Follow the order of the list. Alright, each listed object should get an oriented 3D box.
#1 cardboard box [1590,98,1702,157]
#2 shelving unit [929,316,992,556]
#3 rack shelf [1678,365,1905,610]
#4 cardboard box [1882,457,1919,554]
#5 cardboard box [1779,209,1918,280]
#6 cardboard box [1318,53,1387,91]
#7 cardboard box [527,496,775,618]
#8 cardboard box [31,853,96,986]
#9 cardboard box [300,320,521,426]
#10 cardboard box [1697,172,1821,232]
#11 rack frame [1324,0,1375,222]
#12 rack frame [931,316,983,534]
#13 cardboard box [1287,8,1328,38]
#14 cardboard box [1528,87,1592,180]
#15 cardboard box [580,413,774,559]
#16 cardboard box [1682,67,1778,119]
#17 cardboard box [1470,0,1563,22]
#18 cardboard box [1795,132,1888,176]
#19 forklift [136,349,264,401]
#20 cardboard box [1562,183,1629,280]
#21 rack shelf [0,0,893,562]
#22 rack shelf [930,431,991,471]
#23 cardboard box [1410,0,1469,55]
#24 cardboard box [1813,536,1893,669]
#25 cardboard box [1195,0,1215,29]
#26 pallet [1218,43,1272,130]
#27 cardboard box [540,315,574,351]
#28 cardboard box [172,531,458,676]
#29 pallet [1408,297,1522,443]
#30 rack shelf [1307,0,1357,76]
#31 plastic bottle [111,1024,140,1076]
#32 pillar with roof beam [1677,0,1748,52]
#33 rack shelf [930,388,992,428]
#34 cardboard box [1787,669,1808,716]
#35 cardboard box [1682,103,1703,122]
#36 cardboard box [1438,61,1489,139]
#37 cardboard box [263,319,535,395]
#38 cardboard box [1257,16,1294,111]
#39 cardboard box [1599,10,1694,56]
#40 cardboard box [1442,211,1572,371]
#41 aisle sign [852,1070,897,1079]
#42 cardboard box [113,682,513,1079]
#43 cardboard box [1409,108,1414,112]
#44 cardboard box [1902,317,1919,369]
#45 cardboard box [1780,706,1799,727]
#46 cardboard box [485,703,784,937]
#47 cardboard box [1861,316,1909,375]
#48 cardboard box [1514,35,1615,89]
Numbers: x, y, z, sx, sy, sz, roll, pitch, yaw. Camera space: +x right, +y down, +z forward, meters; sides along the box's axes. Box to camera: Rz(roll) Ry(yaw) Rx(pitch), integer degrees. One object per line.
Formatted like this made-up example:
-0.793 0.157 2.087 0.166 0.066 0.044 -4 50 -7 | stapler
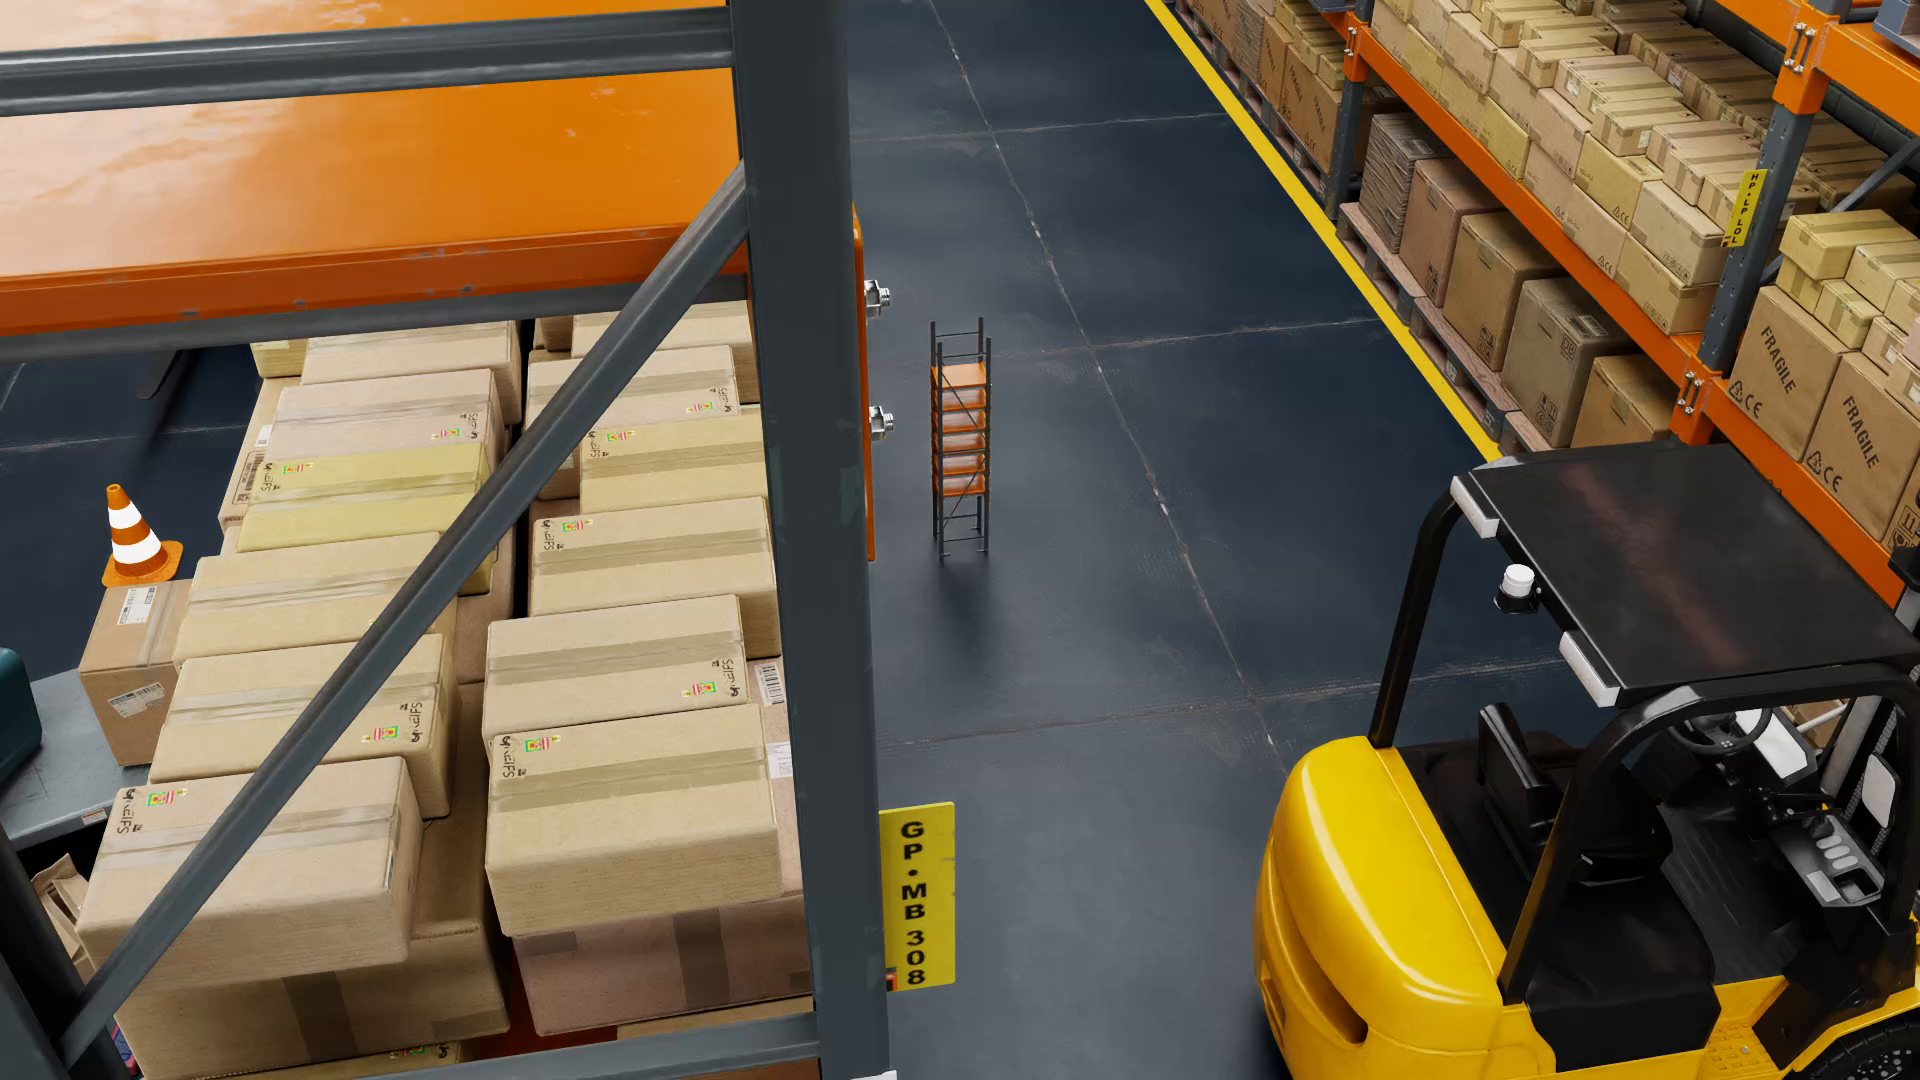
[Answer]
3.086 -1.861 7.490 0.380 0.149 0.250 -7 38 -9 | cardboard box
0.003 -0.465 7.771 0.258 1.200 0.189 -6 38 -8 | shelving unit
3.945 0.561 5.569 1.077 0.370 4.000 -6 38 -8 | rack shelf
3.613 -0.055 5.695 0.500 0.500 0.500 -7 38 -8 | cardboard box
3.359 -1.119 6.293 0.380 0.149 0.250 -5 38 -7 | cardboard box
2.558 -3.053 10.801 0.380 0.149 0.250 -8 39 -10 | cardboard box
-0.495 0.141 2.958 0.500 0.250 0.500 -7 38 -9 | cardboard box
-3.262 1.408 6.121 0.396 0.266 0.258 27 45 30 | cardboard box
-1.060 -0.331 3.241 0.380 0.149 0.250 -7 38 -9 | cardboard box
3.316 -1.409 6.908 0.380 0.149 0.250 -5 38 -6 | cardboard box
2.894 -3.347 10.013 1.000 3.000 0.127 -6 38 -8 | rack frame
-0.013 -0.520 7.842 0.240 1.200 0.006 -6 38 -8 | rack frame
2.475 -3.542 11.431 0.380 0.149 0.250 -5 38 -7 | cardboard box
3.076 -1.957 7.939 0.500 0.250 0.500 -6 38 -7 | cardboard box
-0.465 -0.083 2.922 0.380 0.149 0.250 -6 38 -8 | cardboard box
3.622 -2.085 7.779 0.380 0.149 0.250 -6 38 -8 | cardboard box
2.910 -2.799 8.698 0.380 0.149 0.250 -6 38 -7 | cardboard box
3.749 -1.629 7.192 0.380 0.149 0.250 -7 38 -9 | cardboard box
-4.146 -2.663 9.189 1.130 2.935 3.031 -4 38 -5 | forklift
3.155 -1.451 7.694 0.500 0.250 0.500 -6 38 -8 | cardboard box
-0.941 -1.270 3.039 1.077 0.370 4.000 -6 38 -8 | rack shelf
0.003 -0.430 7.798 0.258 0.103 0.180 -6 38 -8 | rack shelf
2.817 -2.888 9.137 0.500 0.250 0.500 -5 38 -7 | cardboard box
3.450 0.230 6.492 0.500 0.250 0.500 -6 38 -8 | cardboard box
2.159 -4.304 12.941 0.500 0.500 0.500 -7 38 -9 | cardboard box
2.589 -3.436 12.400 1.003 0.211 1.213 -6 38 -8 | pallet
-0.687 -0.538 3.507 0.380 0.149 0.250 -5 38 -7 | cardboard box
-1.010 0.137 2.639 0.380 0.149 0.250 -7 38 -8 | cardboard box
3.210 -1.009 9.276 1.003 0.211 1.213 -6 38 -8 | pallet
2.543 -4.271 11.788 1.077 0.370 4.000 -6 38 -8 | rack shelf
-2.911 1.747 5.851 0.133 0.061 0.283 0 38 0 | plastic bottle
-0.229 -4.562 6.687 9.100 9.000 0.400 -6 38 -8 | pillar with roof beam
0.003 -0.620 7.651 0.258 0.103 0.180 -6 38 -8 | rack shelf
3.466 0.421 6.654 0.500 0.250 0.500 -6 38 -8 | cardboard box
3.601 -2.019 8.018 0.500 0.250 0.500 -7 38 -9 | cardboard box
2.911 -2.378 8.889 0.500 0.250 0.500 -7 38 -9 | cardboard box
-1.218 -0.423 3.684 0.500 0.250 0.500 -6 38 -8 | cardboard box
2.436 -3.377 11.747 0.500 0.500 0.500 -5 38 -6 | cardboard box
3.438 -2.542 8.367 0.380 0.149 0.250 -5 38 -7 | cardboard box
3.230 -1.396 9.095 0.875 0.625 0.625 -8 39 -10 | cardboard box
-0.274 0.999 2.300 0.394 0.787 0.004 -6 38 -8 | aisle sign
-0.945 0.499 2.498 0.500 0.250 0.500 -7 38 -9 | cardboard box
3.096 -2.810 11.017 0.500 0.500 0.500 -5 38 -6 | cardboard box
3.491 -0.651 5.691 0.380 0.149 0.250 -5 38 -7 | cardboard box
3.458 0.622 6.803 0.500 0.250 0.500 -7 38 -9 | cardboard box
-0.452 0.385 2.320 0.380 0.149 0.250 -6 38 -8 | cardboard box
3.512 -0.695 5.989 0.380 0.149 0.250 -6 38 -8 | cardboard box
2.940 -2.329 8.093 0.380 0.149 0.250 -7 38 -9 | cardboard box
